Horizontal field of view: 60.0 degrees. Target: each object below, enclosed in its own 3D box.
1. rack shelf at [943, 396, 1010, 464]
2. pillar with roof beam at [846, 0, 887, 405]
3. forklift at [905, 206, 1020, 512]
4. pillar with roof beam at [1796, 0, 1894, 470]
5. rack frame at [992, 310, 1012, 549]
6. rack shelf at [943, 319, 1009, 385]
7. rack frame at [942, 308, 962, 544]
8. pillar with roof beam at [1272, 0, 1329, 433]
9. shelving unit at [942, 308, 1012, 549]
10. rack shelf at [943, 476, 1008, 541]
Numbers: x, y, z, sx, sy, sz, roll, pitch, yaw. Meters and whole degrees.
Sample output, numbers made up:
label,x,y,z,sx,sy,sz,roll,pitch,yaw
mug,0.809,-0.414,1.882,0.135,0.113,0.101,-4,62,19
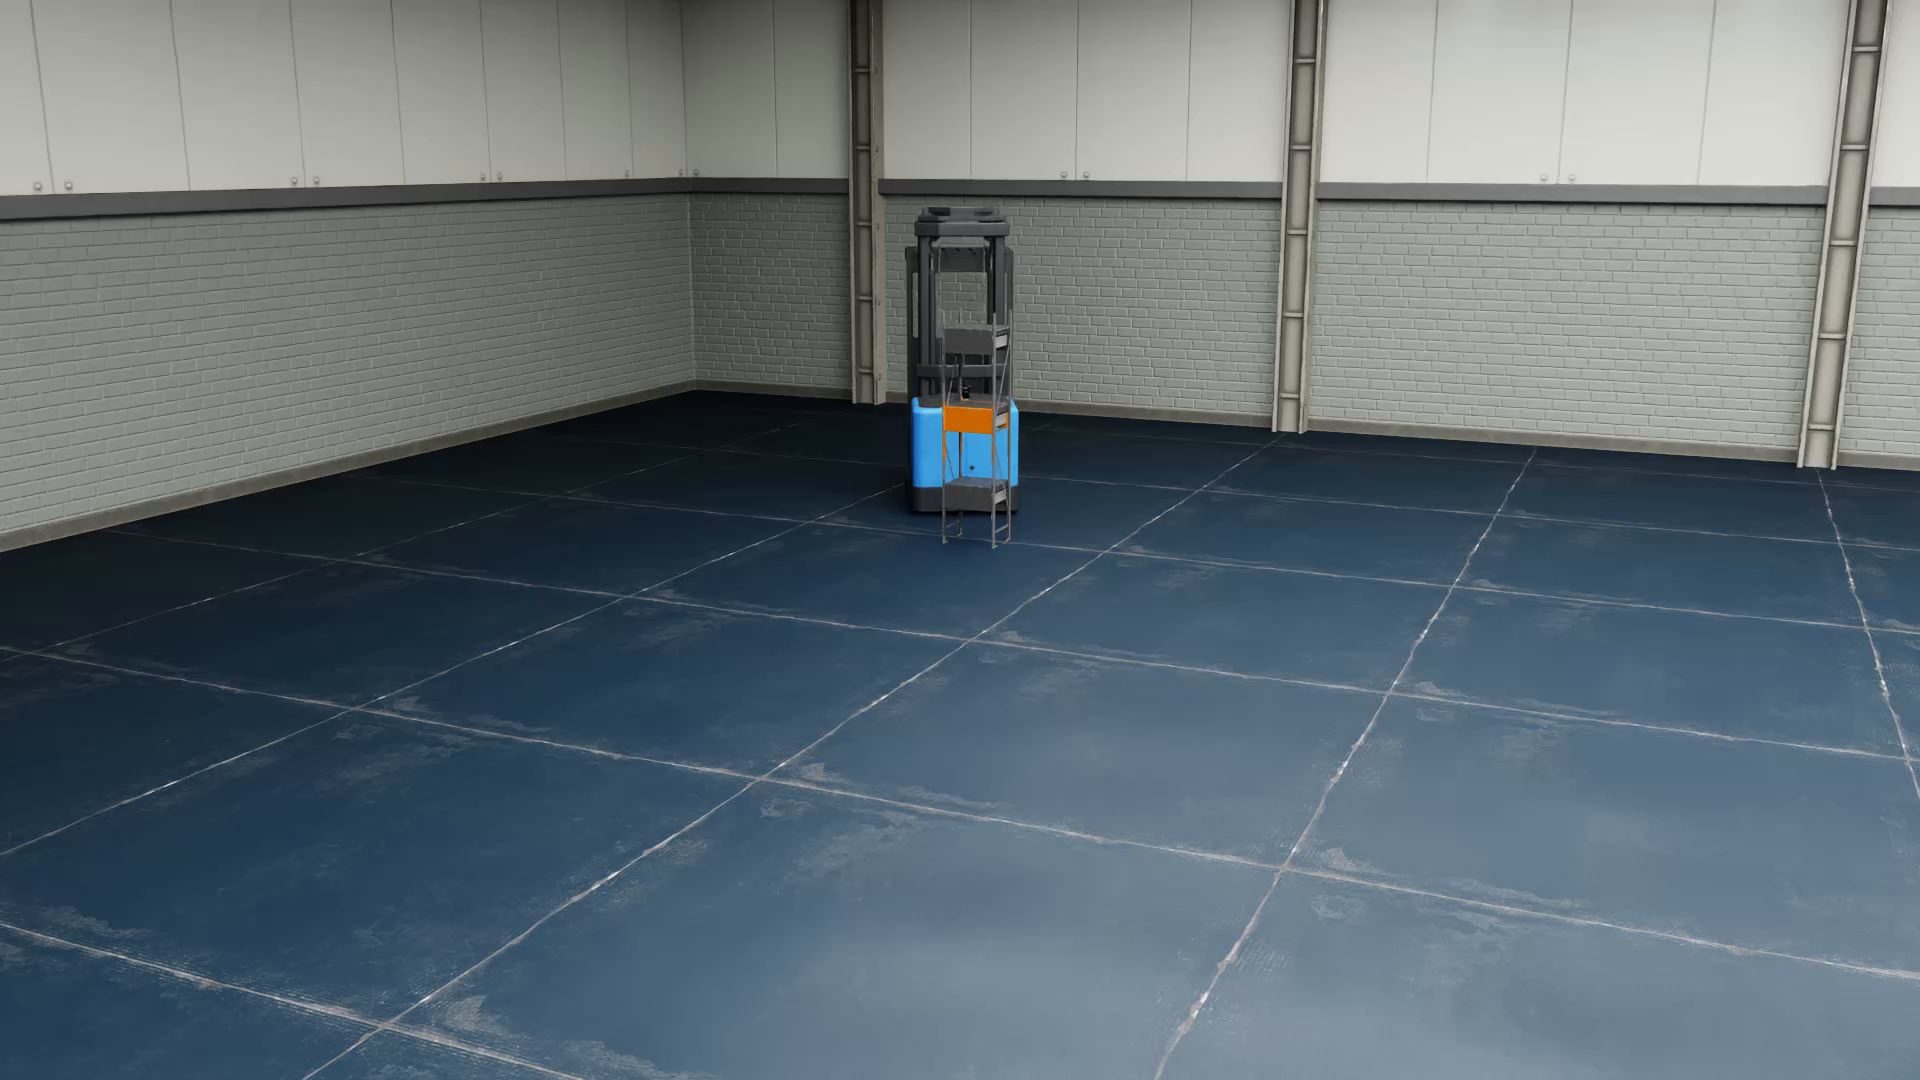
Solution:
label,x,y,z,sx,sy,sz,roll,pitch,yaw
rack shelf,0.151,-0.994,14.948,0.480,0.518,0.431,6,14,23
pillar with roof beam,-3.027,-5.431,18.697,0.400,9.000,9.100,6,14,23
forklift,-0.013,-1.980,17.274,1.130,2.935,3.031,-1,13,-3
pillar with roof beam,7.945,-4.321,13.965,0.400,9.000,9.100,6,14,23
rack frame,0.374,-0.984,14.849,0.015,2.100,0.400,6,14,23
rack shelf,0.151,-1.675,14.788,0.480,0.518,0.431,6,14,23
rack frame,-0.072,-1.029,15.041,0.015,2.100,0.400,6,14,23
pillar with roof beam,2.459,-4.876,16.331,0.400,9.000,9.100,6,14,23
shelving unit,0.151,-1.007,14.945,0.503,2.100,0.431,6,14,23
rack shelf,0.151,-0.312,15.108,0.480,0.518,0.431,6,14,23
